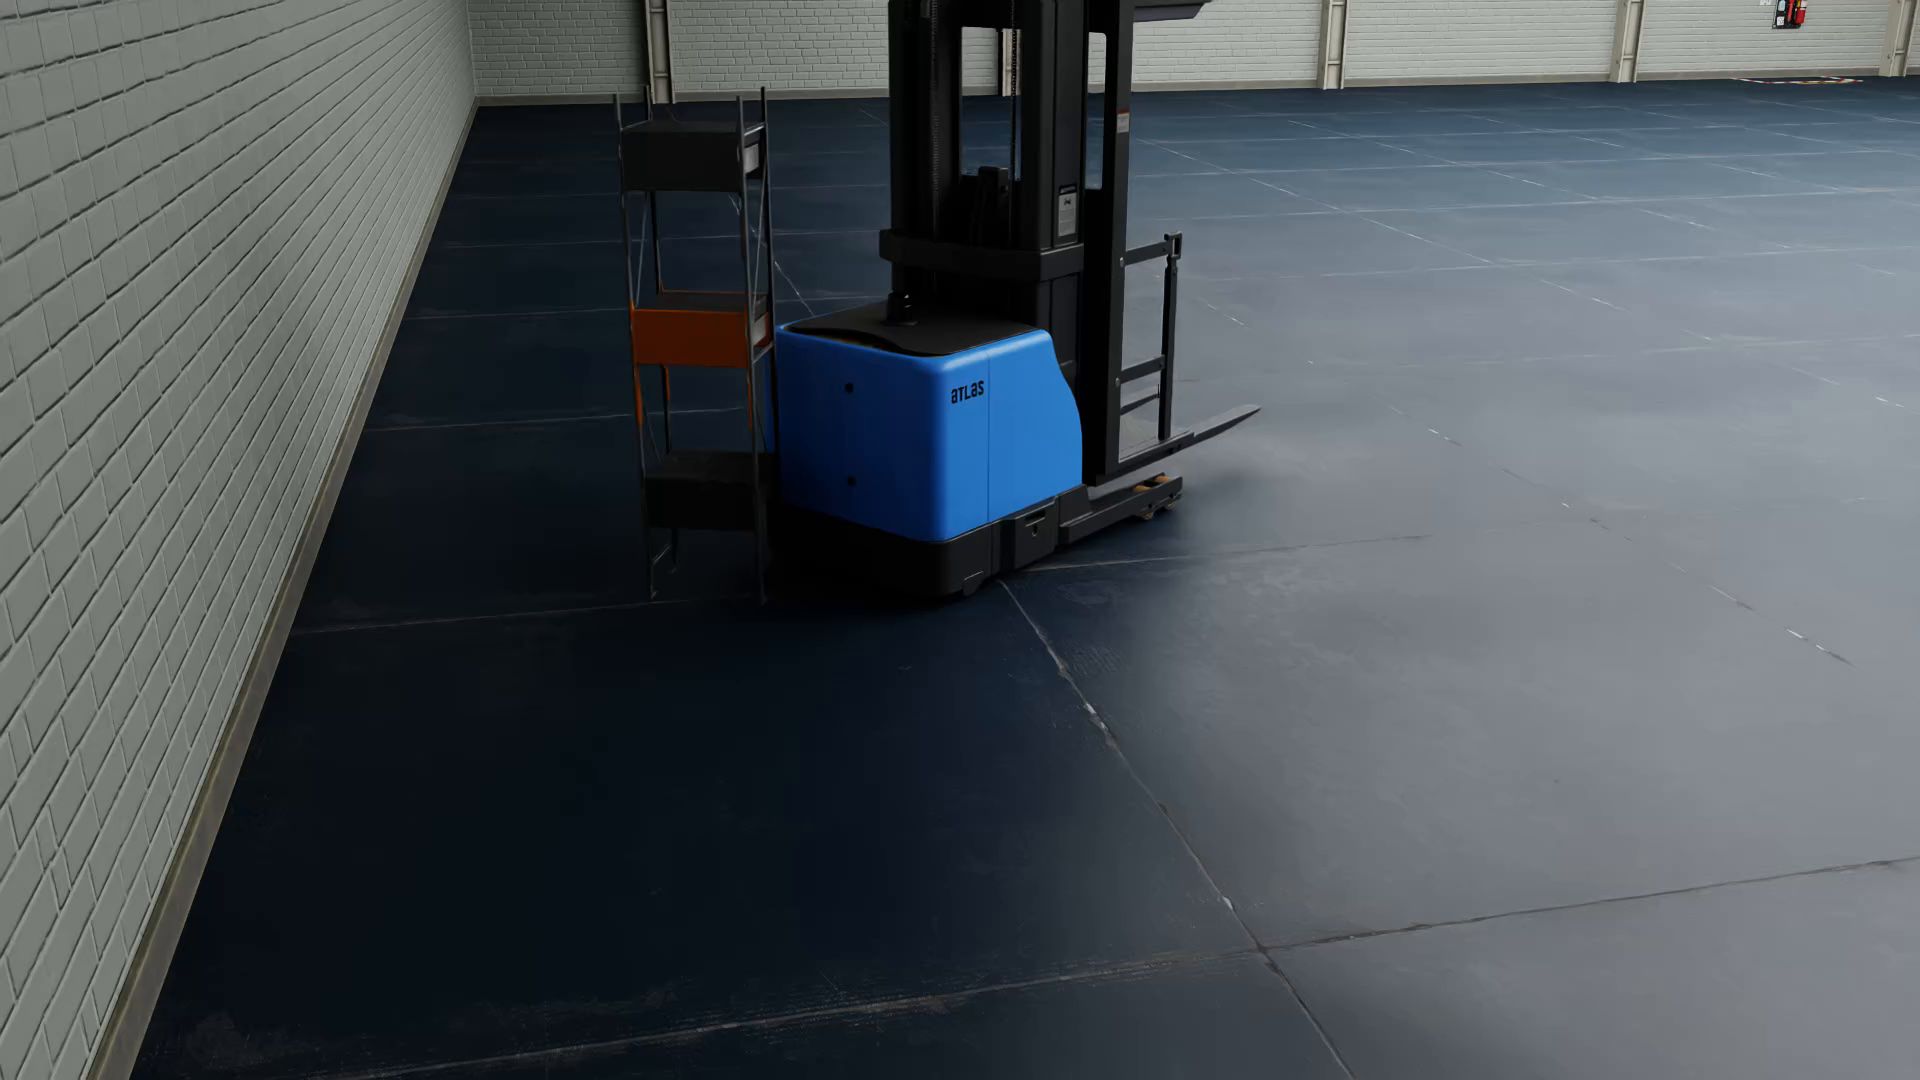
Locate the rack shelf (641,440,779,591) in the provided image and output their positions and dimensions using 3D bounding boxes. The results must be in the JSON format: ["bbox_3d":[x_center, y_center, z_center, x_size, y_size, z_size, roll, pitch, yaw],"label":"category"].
[{"bbox_3d":[-1.056,-0.111,7.141,0.480,0.518,0.431,3,20,8],"label":"rack shelf"}]

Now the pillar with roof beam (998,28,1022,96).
[{"bbox_3d":[1.884,-10.538,23.499,0.400,9.000,9.100,-5,21,-12],"label":"pillar with roof beam"}]

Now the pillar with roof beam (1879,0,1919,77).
[{"bbox_3d":[19.401,-11.962,27.388,0.400,9.000,9.100,-5,21,-12],"label":"pillar with roof beam"}]

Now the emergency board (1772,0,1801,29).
[{"bbox_3d":[15.984,-10.409,31.870,0.626,1.169,0.157,-5,21,-12],"label":"emergency board"}]

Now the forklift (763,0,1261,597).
[{"bbox_3d":[0.447,-1.572,7.843,1.130,2.935,3.031,16,25,36],"label":"forklift"}]

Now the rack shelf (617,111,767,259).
[{"bbox_3d":[-1.056,-1.426,6.659,0.480,0.518,0.431,3,20,8],"label":"rack shelf"}]

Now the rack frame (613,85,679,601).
[{"bbox_3d":[-1.298,-0.793,6.928,0.015,2.100,0.400,3,20,8],"label":"rack frame"}]

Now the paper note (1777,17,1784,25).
[{"bbox_3d":[15.808,-9.999,32.031,0.142,0.148,0.016,-5,21,-12],"label":"paper note"}]

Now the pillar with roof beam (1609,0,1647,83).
[{"bbox_3d":[13.562,-11.488,26.092,0.400,9.000,9.100,-5,21,-12],"label":"pillar with roof beam"}]

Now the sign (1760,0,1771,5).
[{"bbox_3d":[15.435,-10.411,31.823,0.234,0.329,0.001,-5,21,-12],"label":"sign"}]

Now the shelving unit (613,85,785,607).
[{"bbox_3d":[-1.056,-0.781,6.895,0.503,2.100,0.431,3,20,8],"label":"shelving unit"}]

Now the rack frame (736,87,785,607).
[{"bbox_3d":[-0.815,-0.770,6.863,0.015,2.100,0.400,3,20,8],"label":"rack frame"}]

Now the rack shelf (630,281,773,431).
[{"bbox_3d":[-1.056,-0.769,6.900,0.480,0.518,0.431,3,20,8],"label":"rack shelf"}]

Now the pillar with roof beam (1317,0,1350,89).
[{"bbox_3d":[7.723,-11.013,24.795,0.400,9.000,9.100,-5,21,-12],"label":"pillar with roof beam"}]

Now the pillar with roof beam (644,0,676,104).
[{"bbox_3d":[-3.955,-10.063,22.202,0.400,9.000,9.100,-5,21,-12],"label":"pillar with roof beam"}]
